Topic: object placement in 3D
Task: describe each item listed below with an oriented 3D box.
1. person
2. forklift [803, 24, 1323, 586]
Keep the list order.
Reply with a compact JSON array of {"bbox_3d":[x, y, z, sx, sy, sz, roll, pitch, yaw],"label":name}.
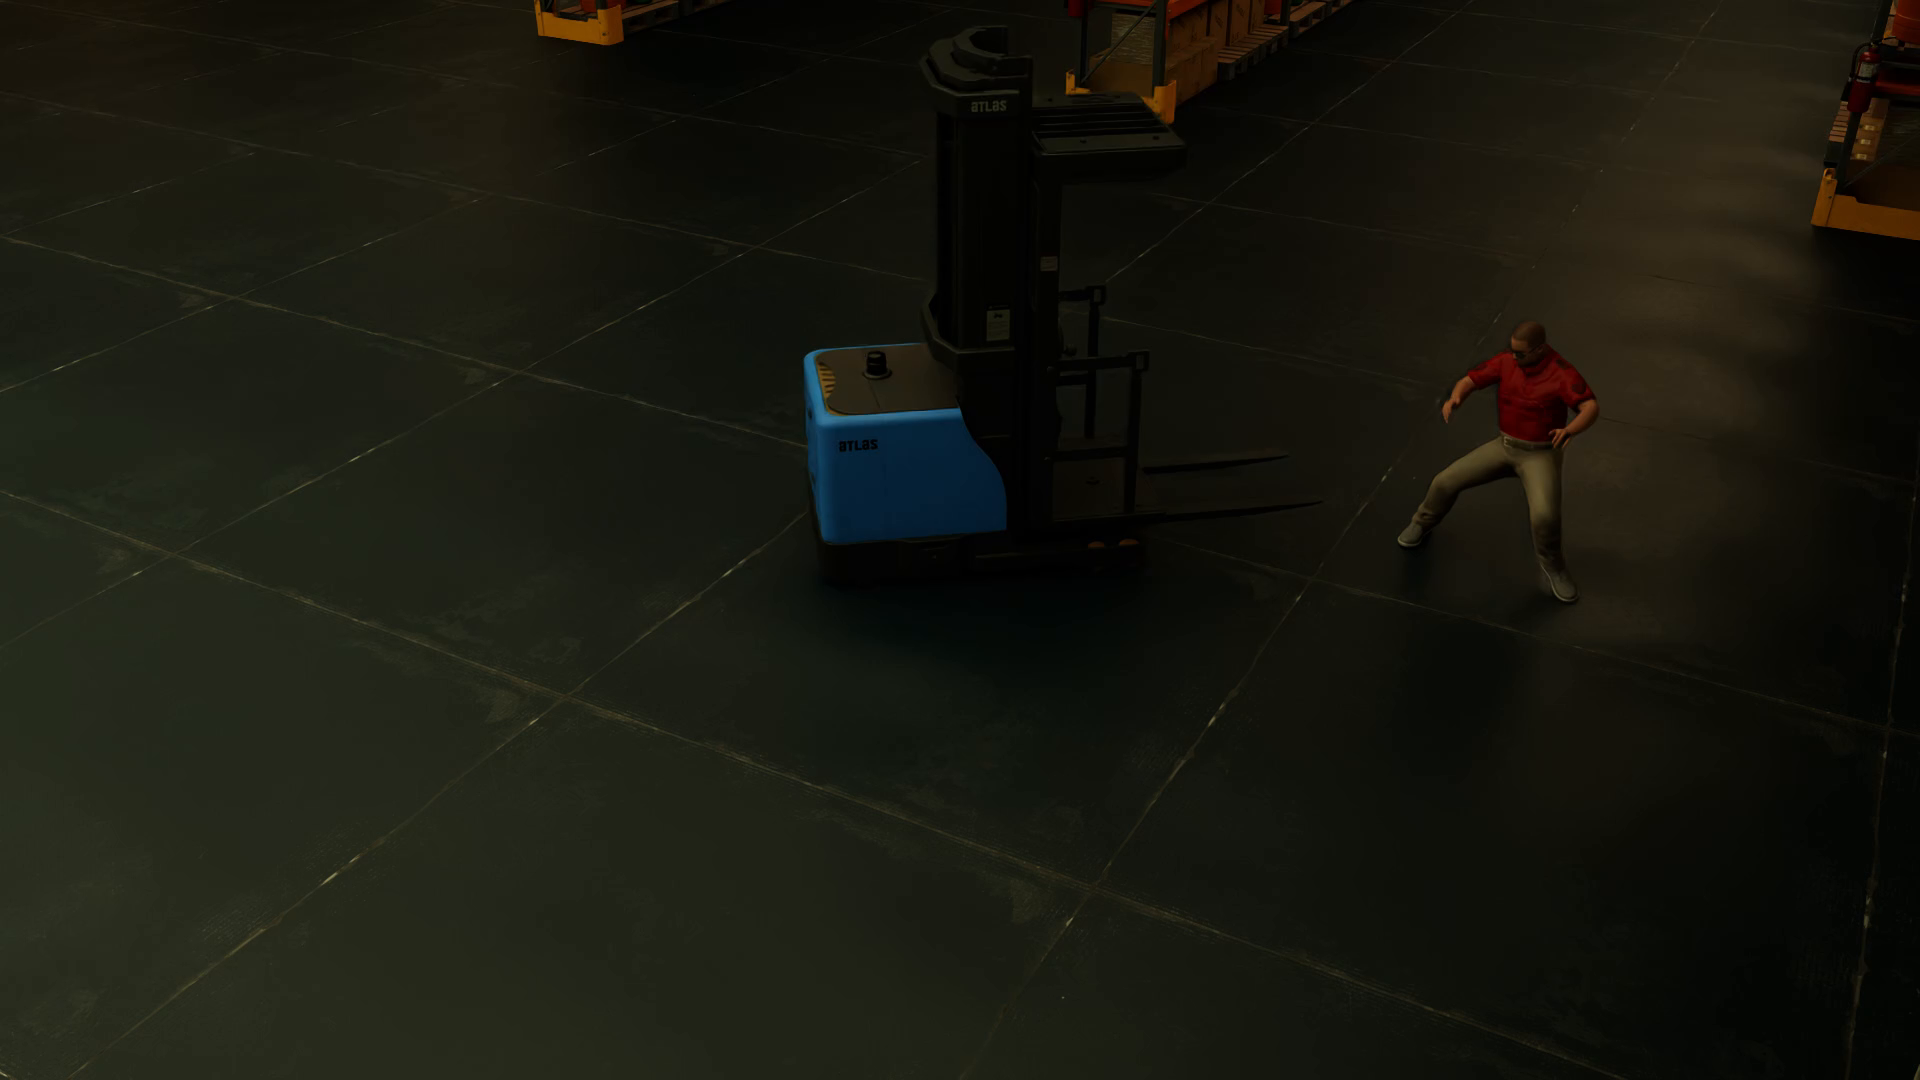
[{"bbox_3d":[3.082,-0.489,9.349,0.710,1.496,1.114,-18,34,-28],"label":"person"},{"bbox_3d":[0.628,-1.348,9.407,3.031,2.935,1.130,-5,30,-8],"label":"forklift"}]
